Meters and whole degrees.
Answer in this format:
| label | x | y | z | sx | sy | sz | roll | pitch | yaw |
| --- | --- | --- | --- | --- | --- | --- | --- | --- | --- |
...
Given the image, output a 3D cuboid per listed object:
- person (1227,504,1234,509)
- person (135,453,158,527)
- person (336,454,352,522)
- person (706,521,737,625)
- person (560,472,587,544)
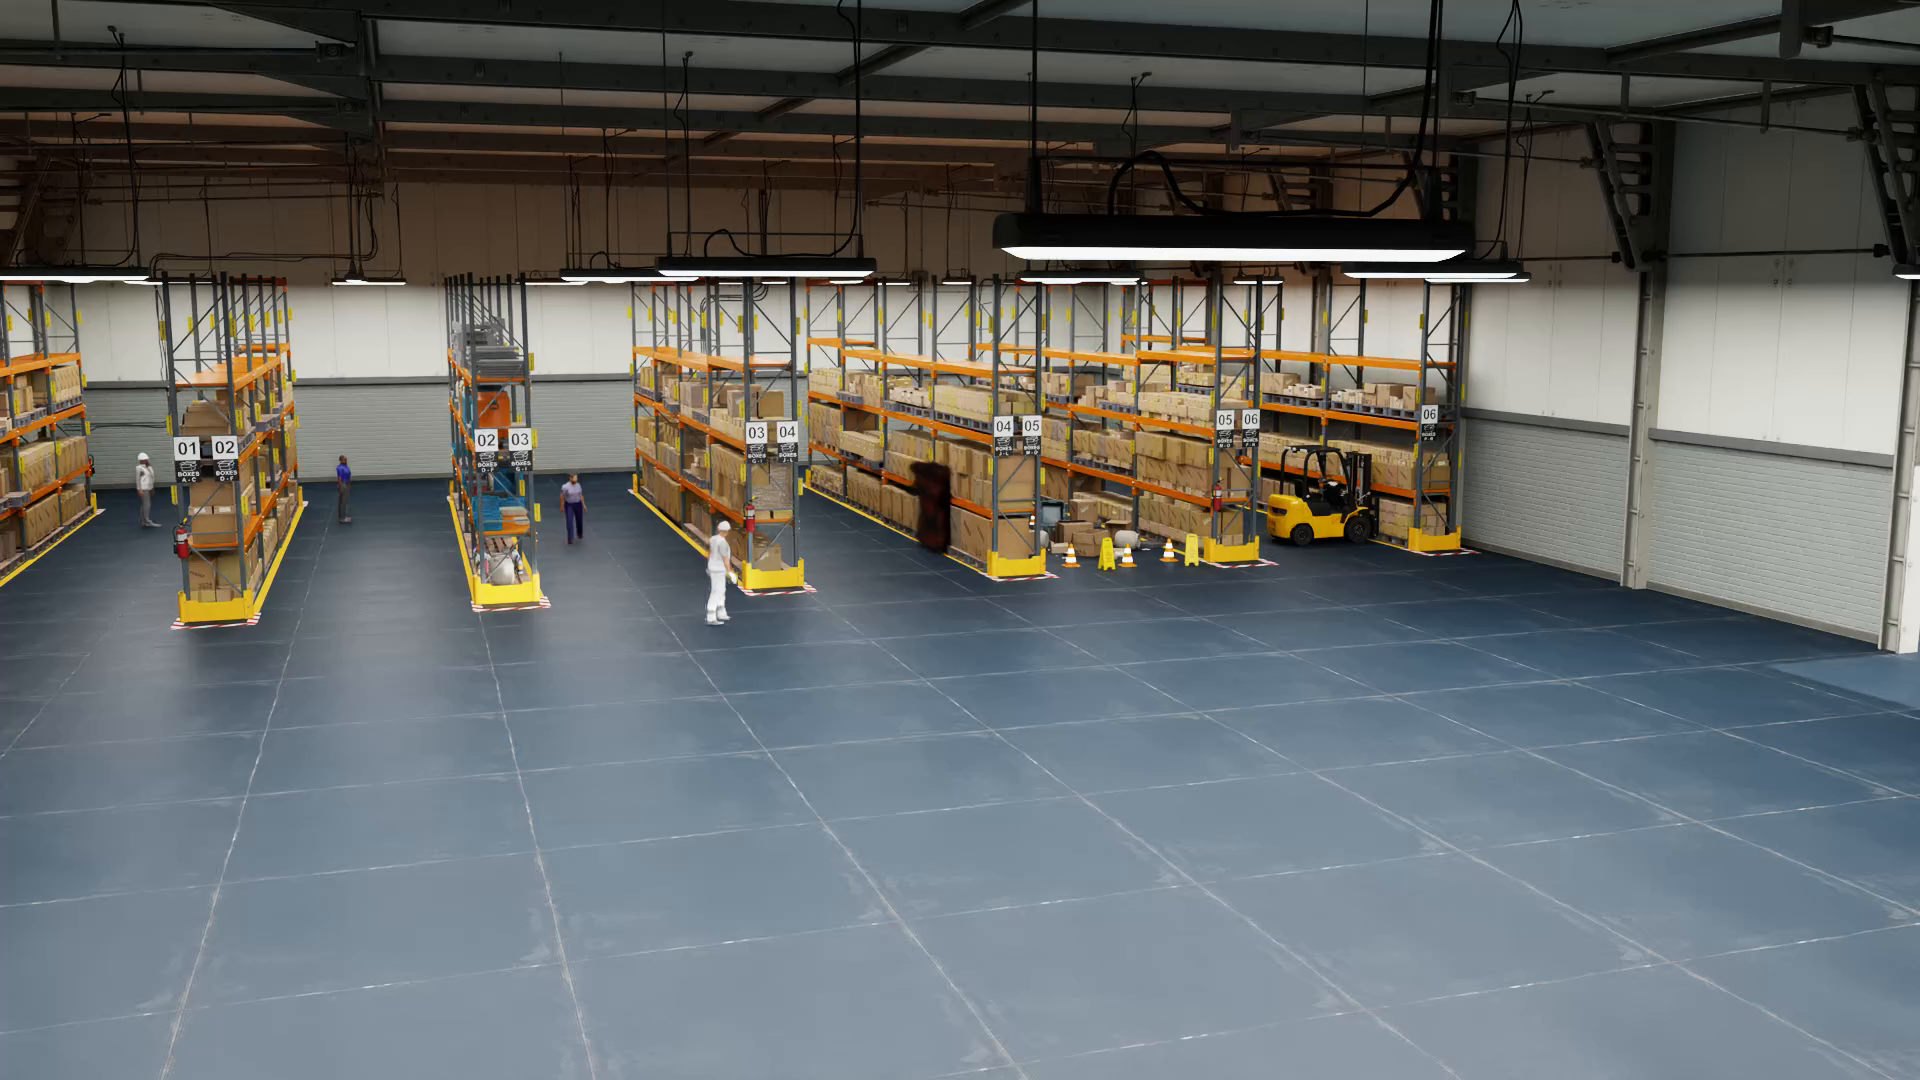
| label | x | y | z | sx | sy | sz | roll | pitch | yaw |
| --- | --- | --- | --- | --- | --- | --- | --- | --- | --- |
| person | 6.463 | -1.031 | 39.650 | 0.380 | 1.600 | 0.440 | 2 | 9 | 12 |
| person | -19.724 | -1.228 | 40.342 | 0.453 | 1.787 | 0.544 | -2 | 9 | -12 |
| person | -15.255 | -1.279 | 41.170 | 0.359 | 1.693 | 0.464 | -2 | 9 | -12 |
| person | -4.140 | 0.564 | 28.608 | 0.525 | 1.802 | 0.733 | -3 | 9 | -17 |
| person | -8.756 | -0.743 | 37.637 | 0.585 | 1.598 | 0.939 | -2 | 9 | -14 |
